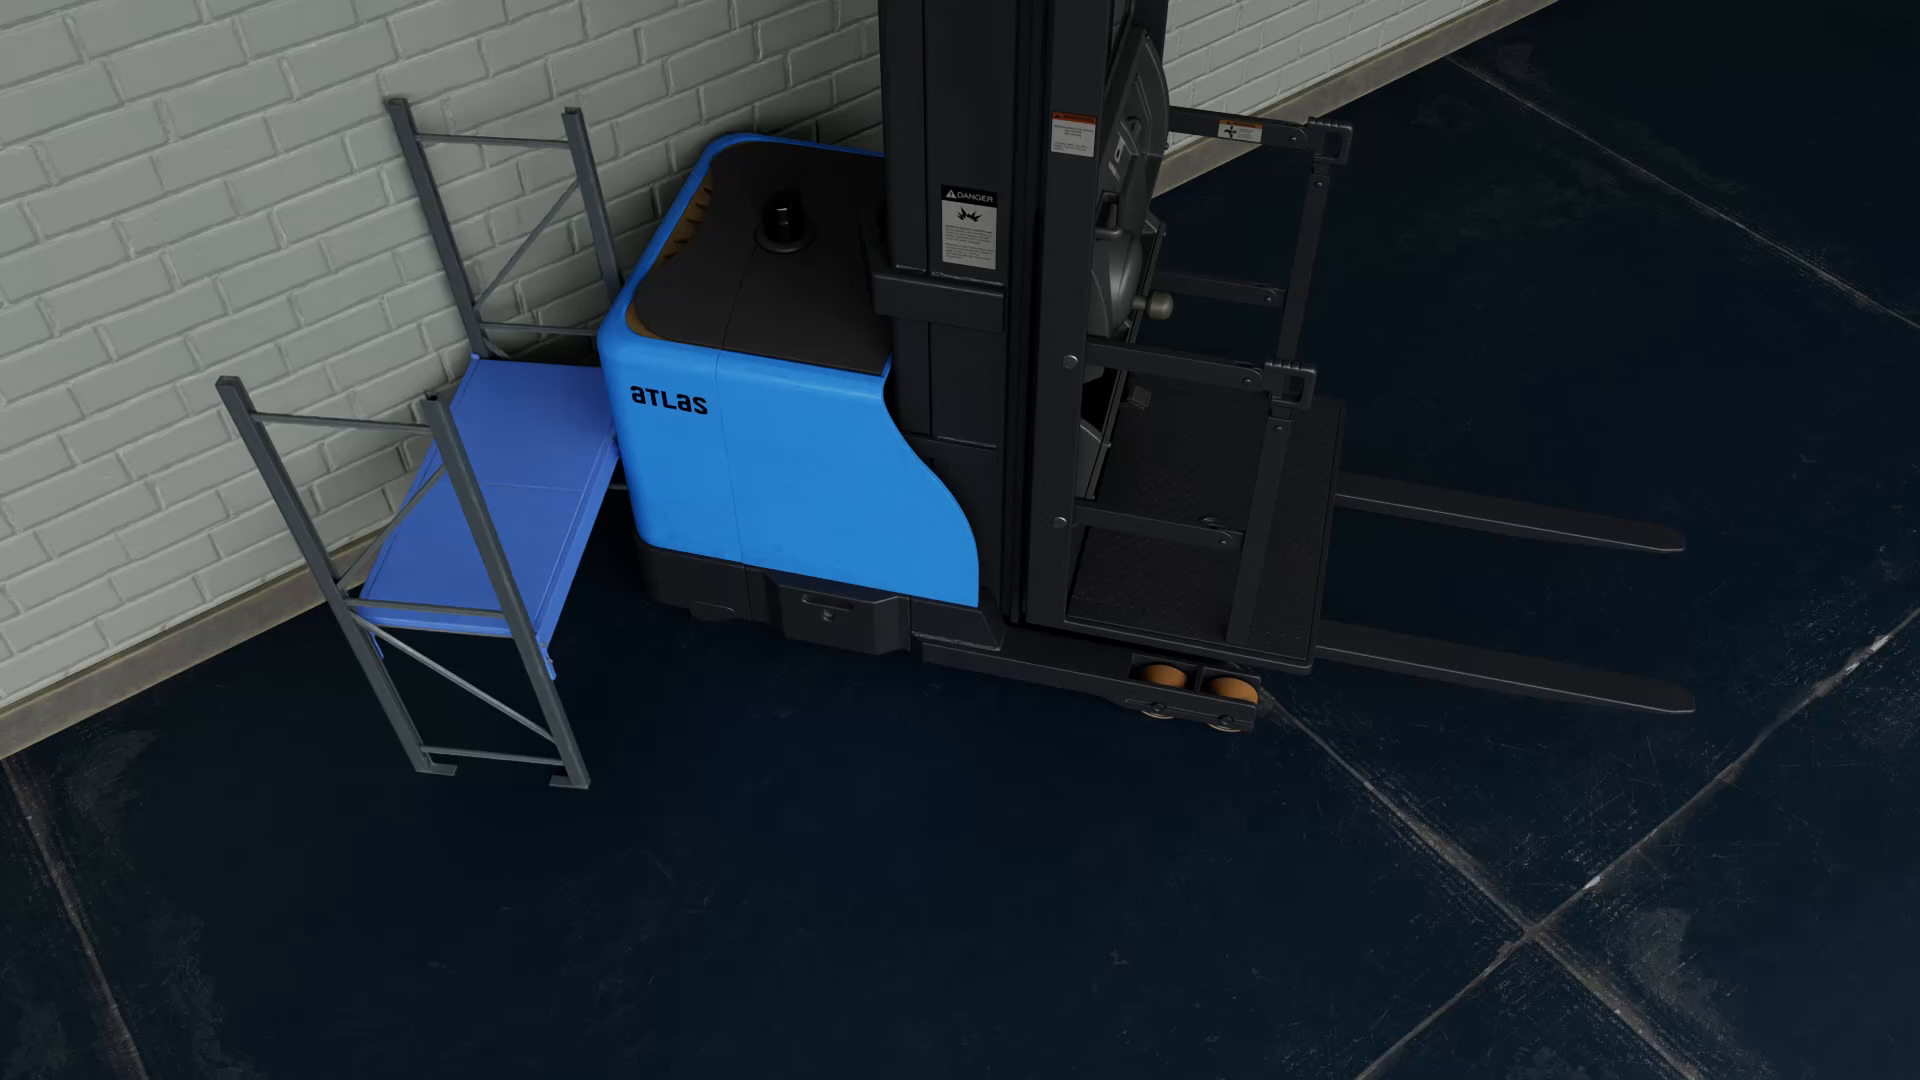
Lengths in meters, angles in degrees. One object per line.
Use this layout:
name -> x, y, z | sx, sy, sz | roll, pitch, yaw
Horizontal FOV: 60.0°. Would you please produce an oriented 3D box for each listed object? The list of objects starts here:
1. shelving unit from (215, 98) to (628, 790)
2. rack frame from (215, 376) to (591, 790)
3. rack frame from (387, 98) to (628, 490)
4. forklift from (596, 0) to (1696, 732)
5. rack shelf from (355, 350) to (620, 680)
shelving unit -> -1.235, -0.213, 4.404 | 0.538, 1.500, 1.048 | 5, 50, 7
rack frame -> -1.305, 0.170, 4.077 | 0.500, 1.500, 0.032 | 5, 50, 7
rack frame -> -1.165, -0.596, 4.731 | 0.500, 1.500, 0.032 | 5, 50, 7
forklift -> 0.610, -0.874, 4.064 | 3.031, 2.935, 1.130 | 10, 49, 9
rack shelf -> -1.228, -0.095, 4.540 | 0.538, 0.185, 1.000 | 5, 50, 7
